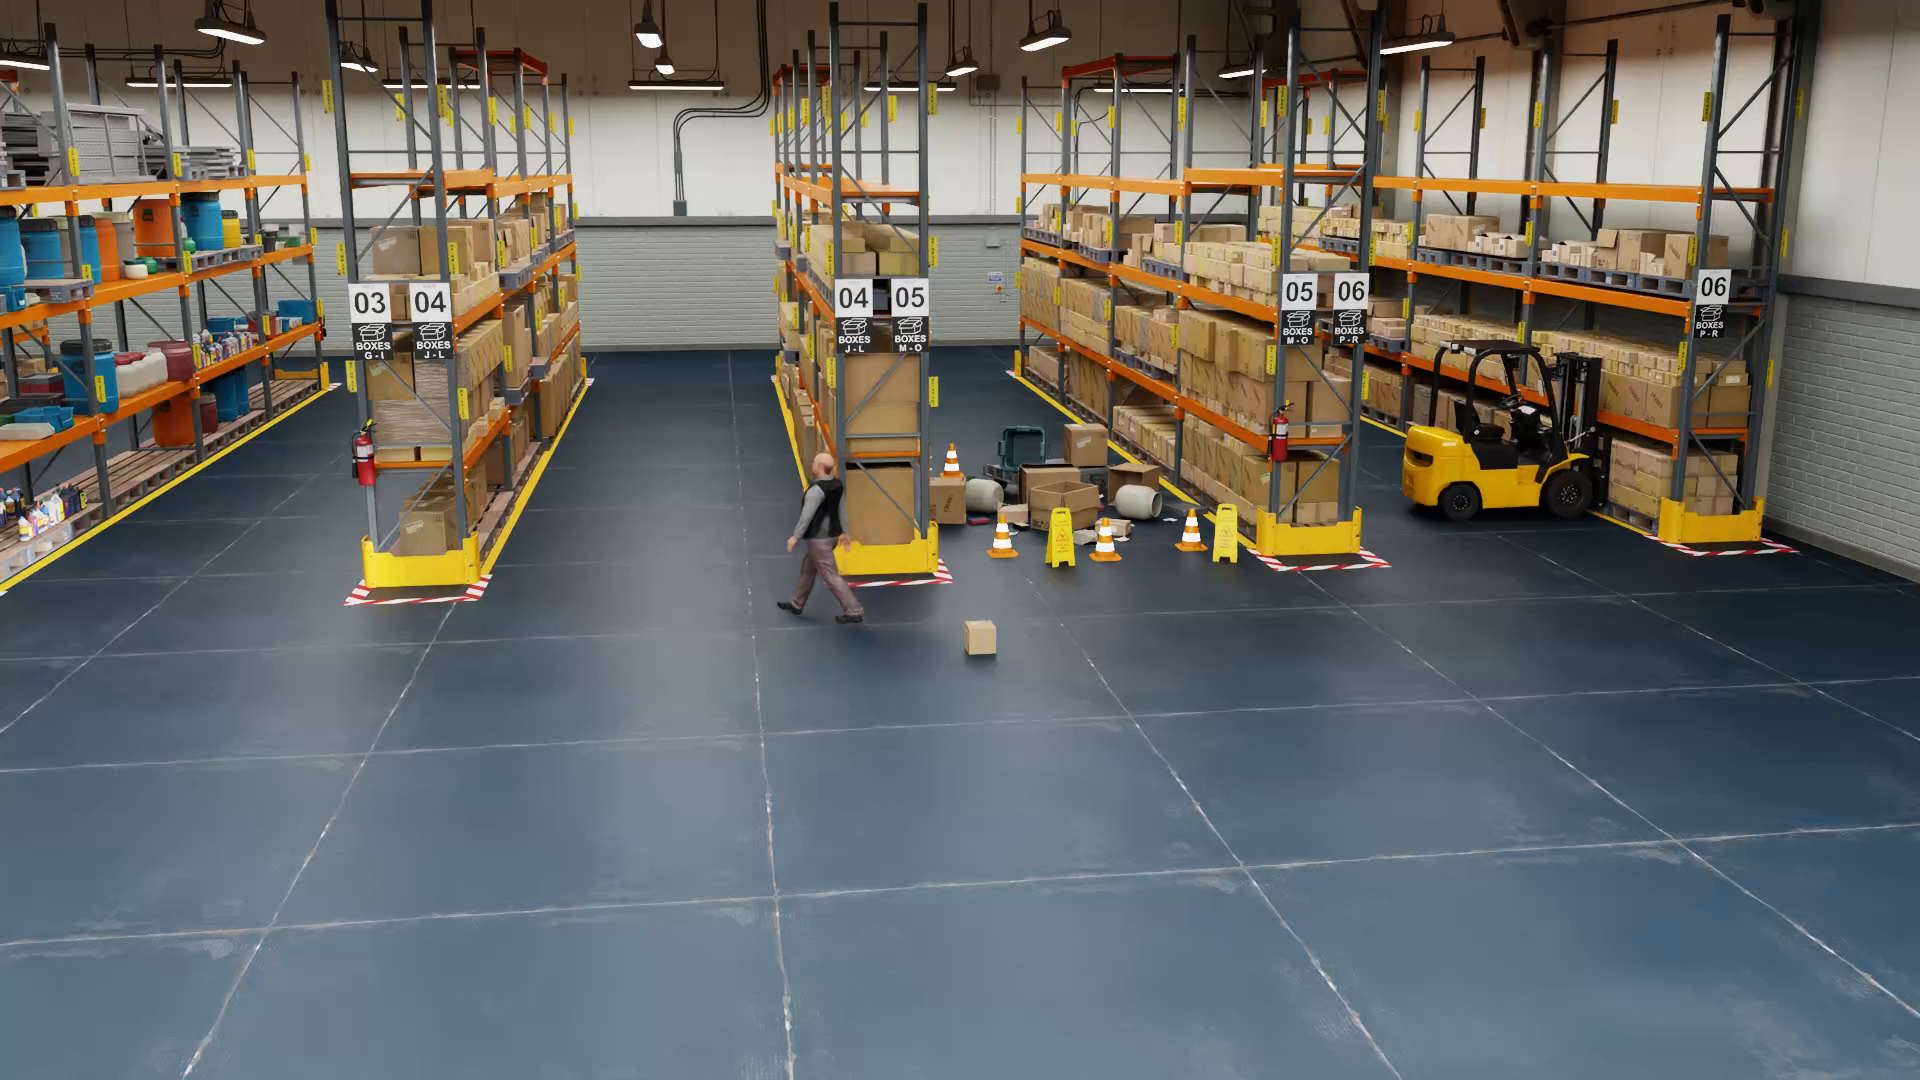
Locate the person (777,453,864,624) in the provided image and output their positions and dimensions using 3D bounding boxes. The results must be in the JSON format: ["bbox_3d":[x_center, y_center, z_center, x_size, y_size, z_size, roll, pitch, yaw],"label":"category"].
[{"bbox_3d":[-1.393,-0.025,16.160,1.071,1.666,0.567,5,14,21],"label":"person"}]
